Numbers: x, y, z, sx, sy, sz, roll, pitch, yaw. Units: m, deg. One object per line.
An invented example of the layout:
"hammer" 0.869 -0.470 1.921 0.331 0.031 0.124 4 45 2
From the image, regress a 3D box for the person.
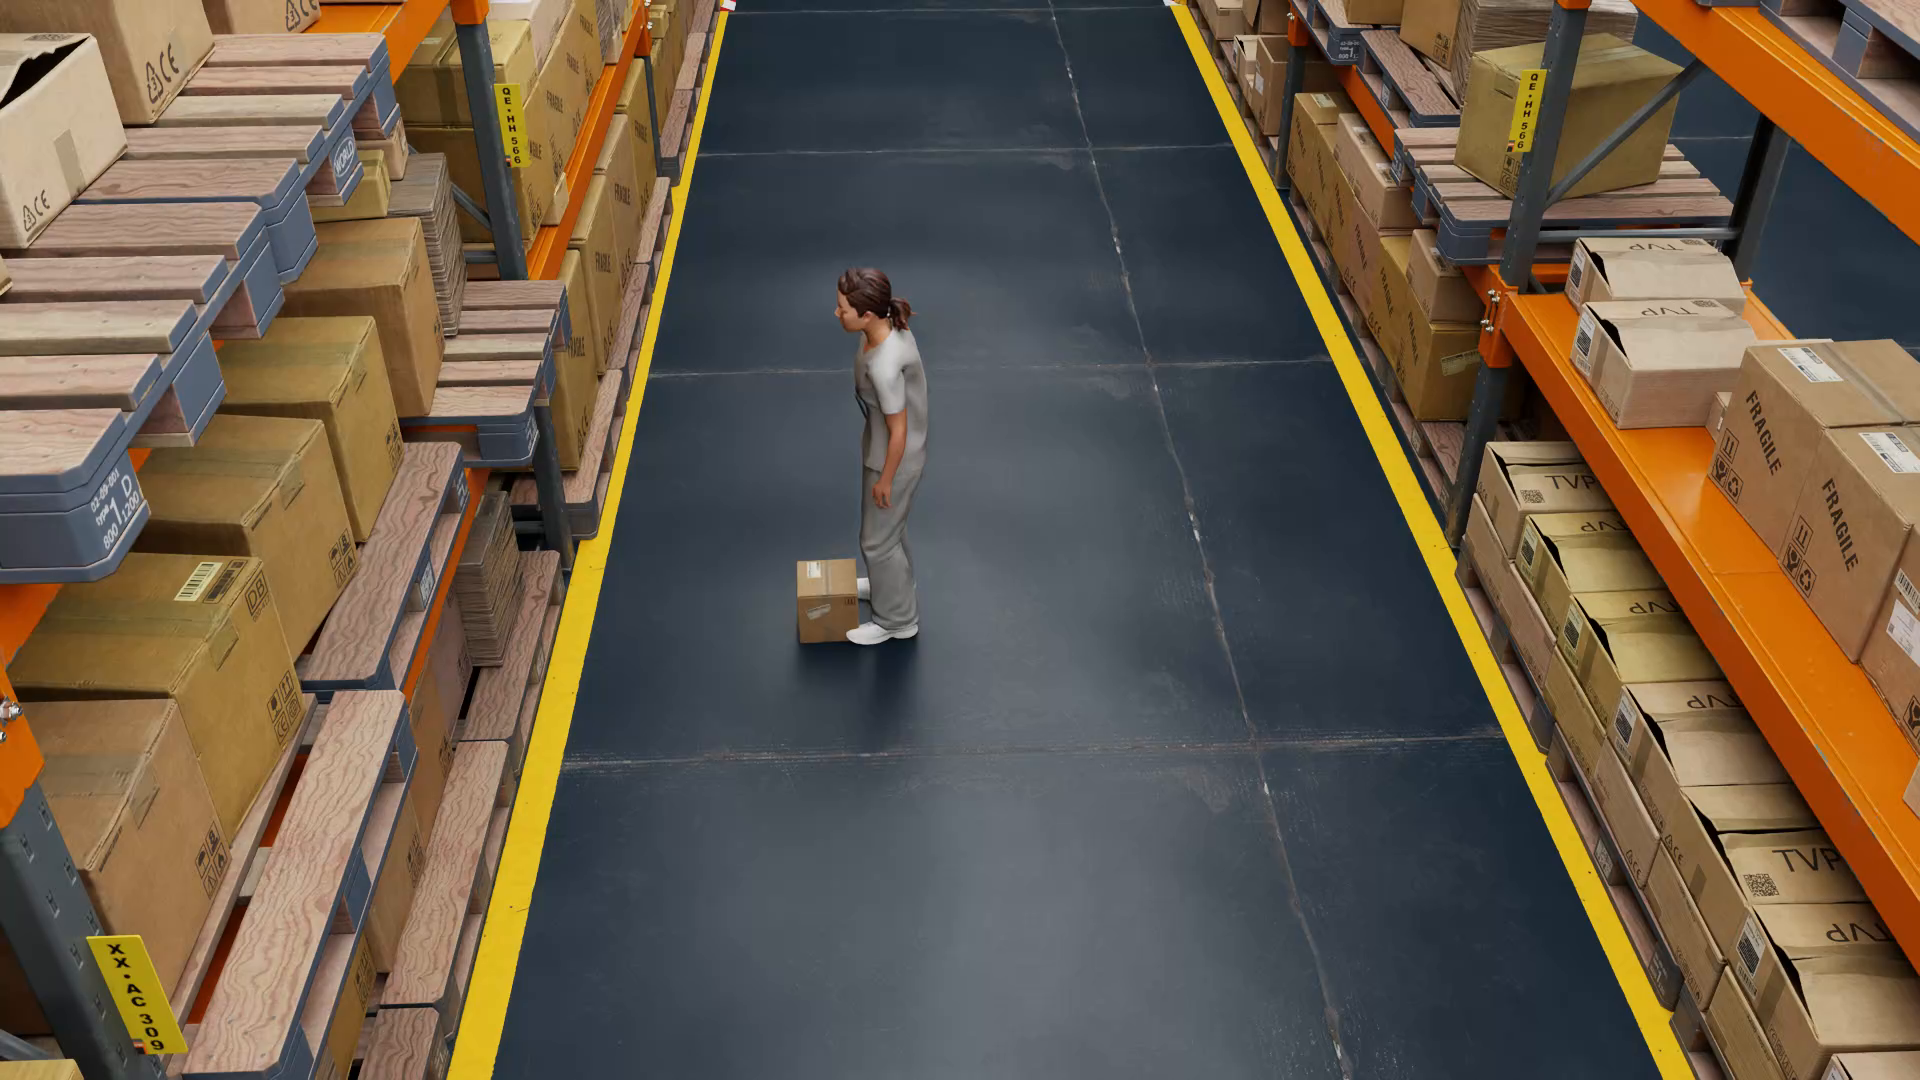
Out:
"person" -0.310 -0.337 6.623 0.366 1.671 0.503 -3 36 -5
